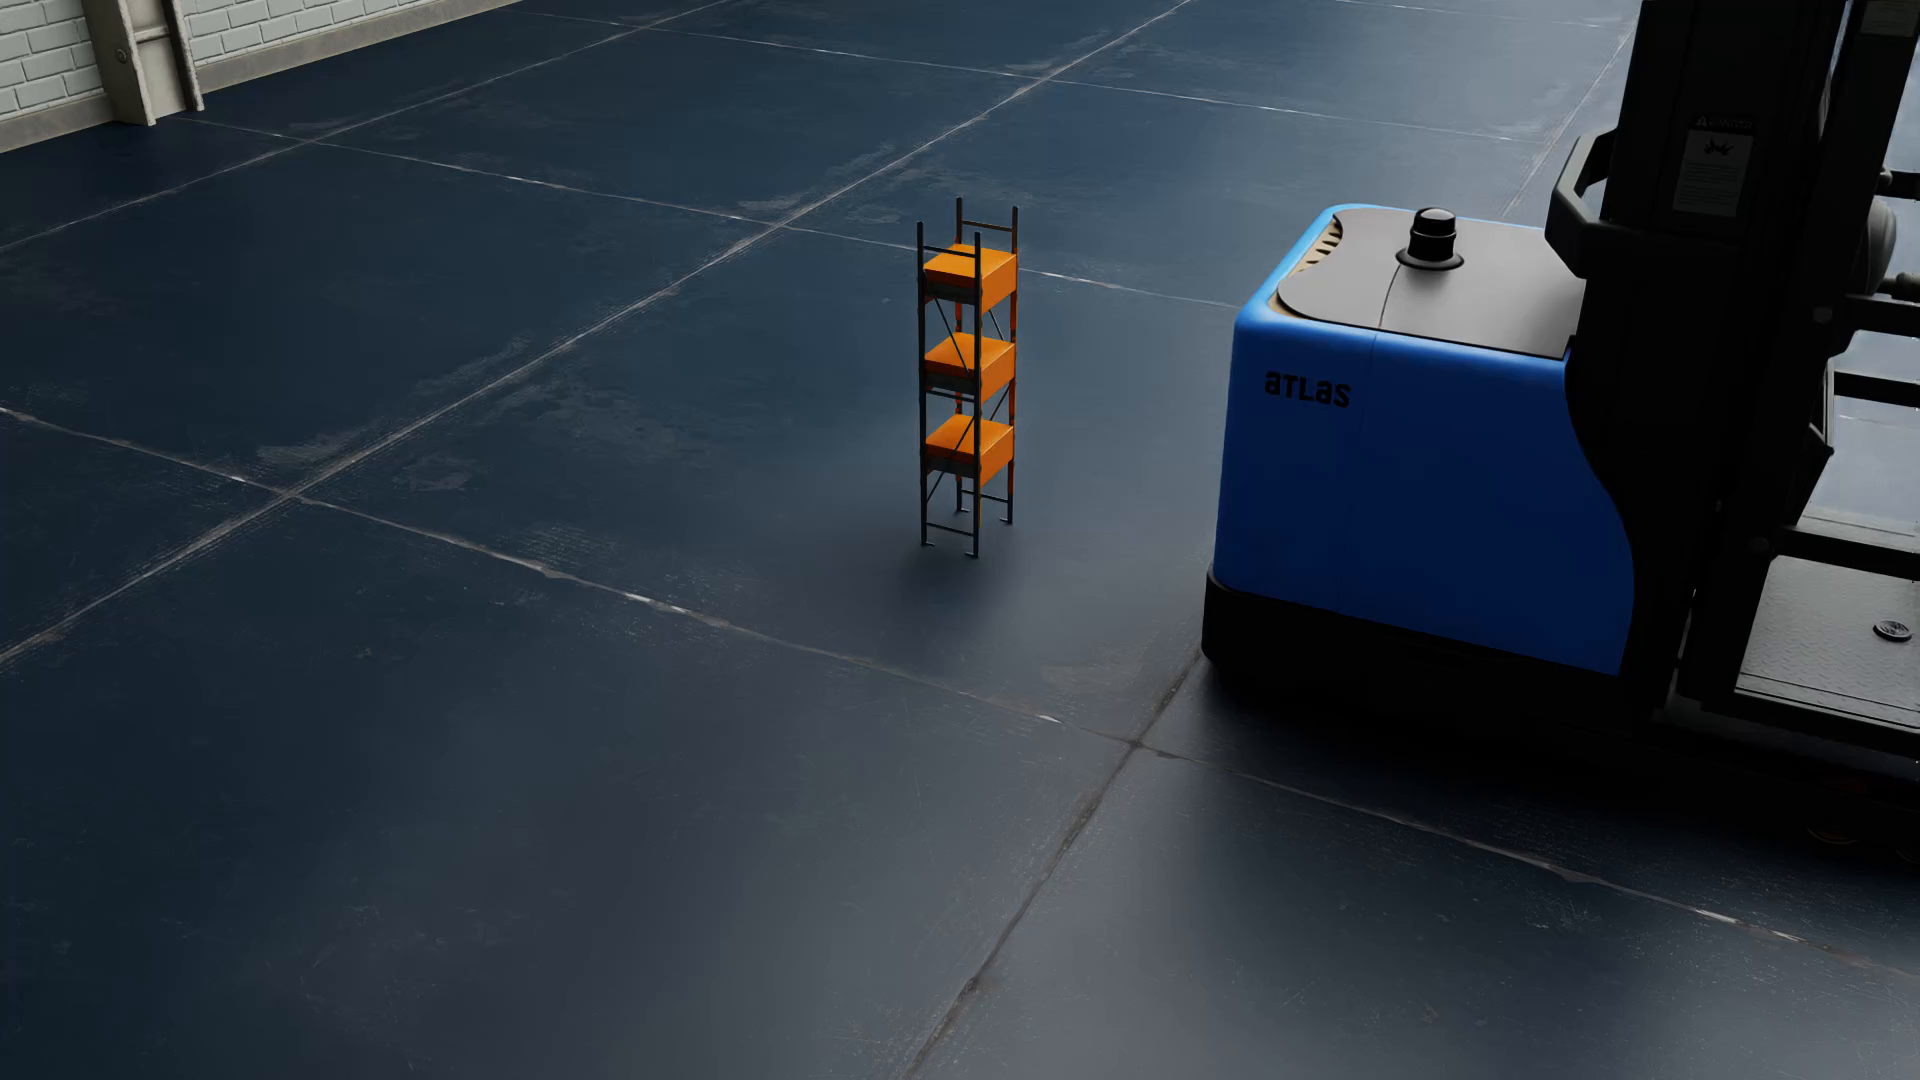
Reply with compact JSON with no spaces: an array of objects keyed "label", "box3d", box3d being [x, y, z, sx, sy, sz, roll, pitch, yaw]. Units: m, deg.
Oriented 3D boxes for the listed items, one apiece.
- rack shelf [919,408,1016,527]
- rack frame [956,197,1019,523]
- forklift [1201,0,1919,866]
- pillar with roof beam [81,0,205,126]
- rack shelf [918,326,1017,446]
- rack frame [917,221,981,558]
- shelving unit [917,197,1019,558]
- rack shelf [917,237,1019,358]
[{"label":"rack shelf","box3d":[0.024,-0.229,5.174,0.215,0.259,0.240,14,33,23]},{"label":"rack frame","box3d":[0.080,-0.533,5.124,0.200,1.050,0.008,14,33,23]},{"label":"forklift","box3d":[2.226,-0.805,3.709,3.031,2.935,1.130,13,32,21]},{"label":"pillar with roof beam","box3d":[-0.737,-5.355,5.538,9.100,9.000,0.400,14,33,23]},{"label":"rack shelf","box3d":[0.024,-0.470,5.035,0.215,0.259,0.240,14,33,23]},{"label":"rack frame","box3d":[-0.031,-0.425,4.936,0.200,1.050,0.008,14,33,23]},{"label":"shelving unit","box3d":[0.024,-0.479,5.030,0.215,1.050,0.252,14,33,23]},{"label":"rack shelf","box3d":[0.024,-0.716,4.894,0.215,0.259,0.240,14,33,23]}]
